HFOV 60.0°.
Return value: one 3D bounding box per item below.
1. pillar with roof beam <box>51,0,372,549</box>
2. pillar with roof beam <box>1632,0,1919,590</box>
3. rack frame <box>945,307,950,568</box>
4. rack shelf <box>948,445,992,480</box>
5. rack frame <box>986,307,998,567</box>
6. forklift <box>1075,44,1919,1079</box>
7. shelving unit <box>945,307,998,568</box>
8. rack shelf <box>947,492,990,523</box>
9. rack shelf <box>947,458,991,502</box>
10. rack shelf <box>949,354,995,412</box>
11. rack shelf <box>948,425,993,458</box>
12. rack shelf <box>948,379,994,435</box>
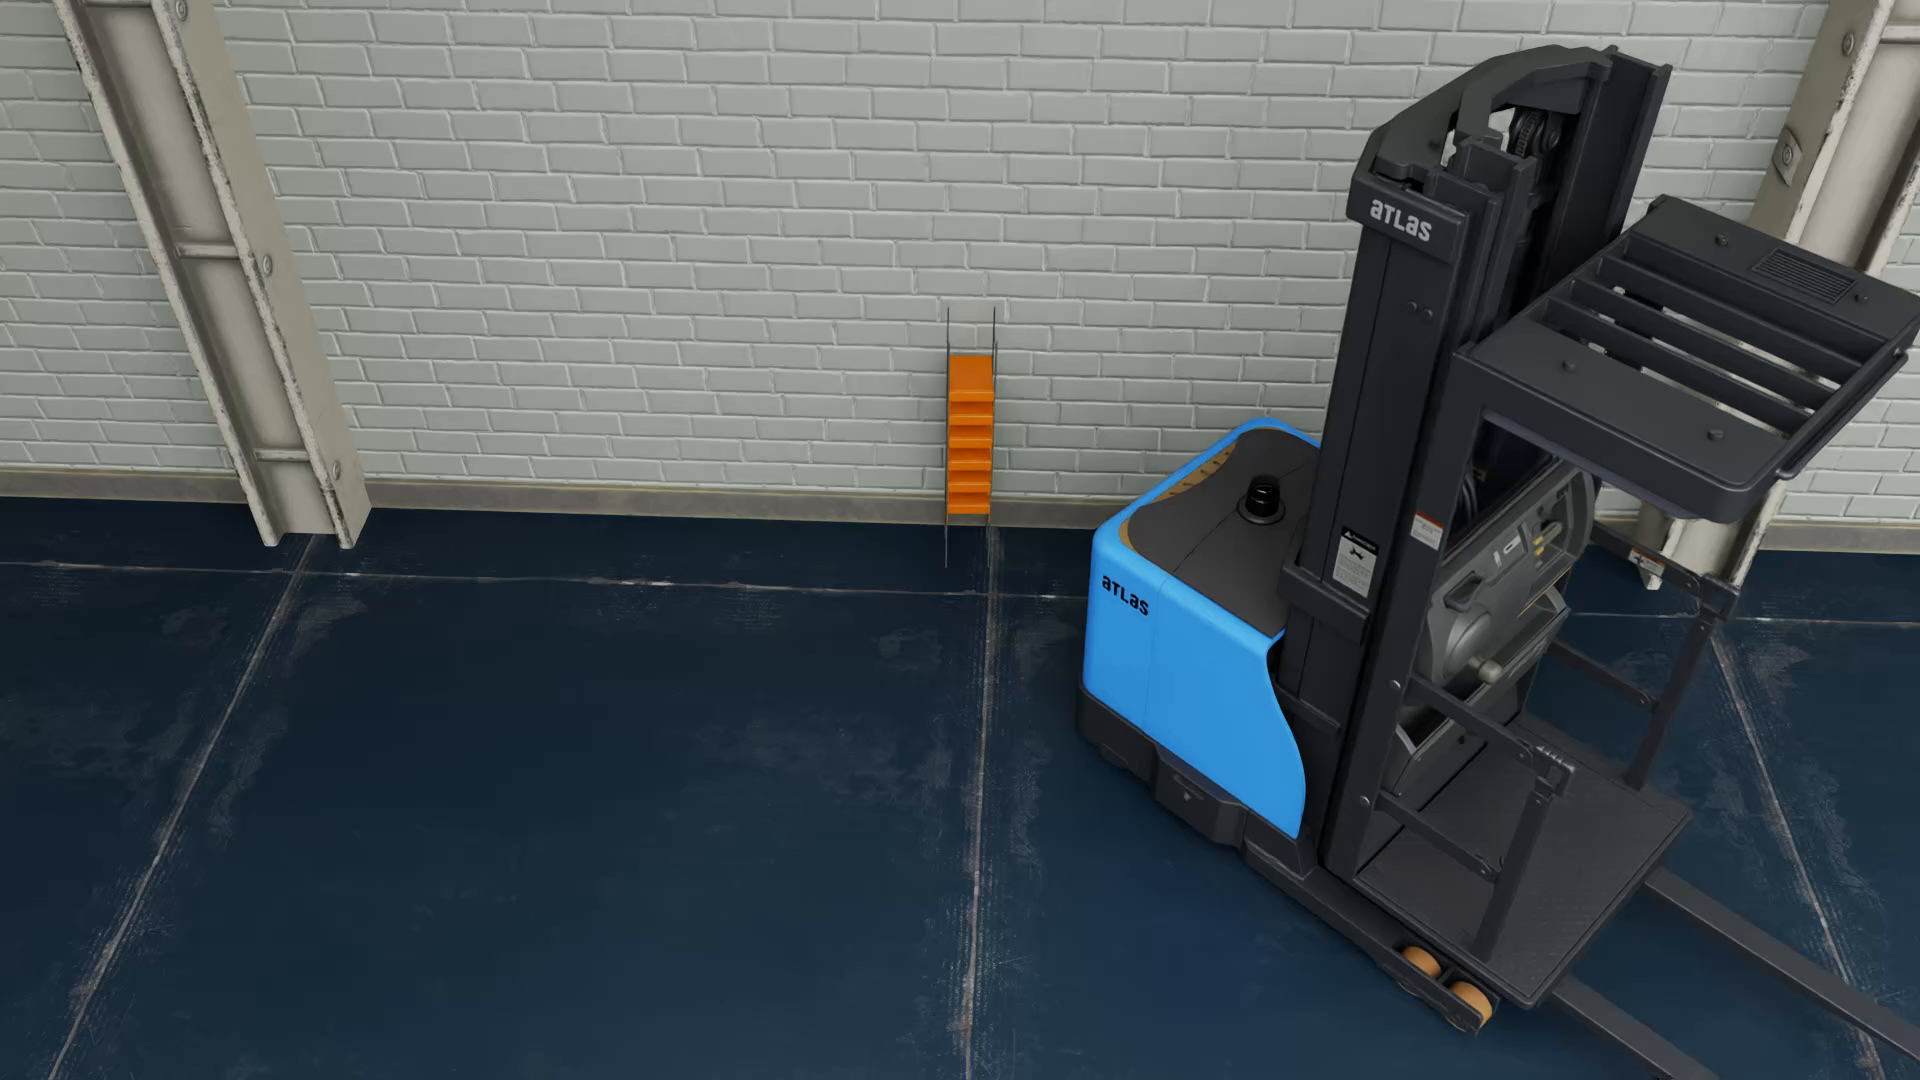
[{"bbox_3d":[-3.050,-0.435,1.200,0.400,9.000,9.100,2,43,2],"label":"pillar with roof beam"},{"bbox_3d":[2.944,-0.250,1.002,0.400,9.000,9.100,2,43,2],"label":"pillar with roof beam"},{"bbox_3d":[-0.054,-0.400,6.879,0.006,1.200,0.240,0,43,-2],"label":"rack frame"},{"bbox_3d":[0.037,-0.368,6.912,0.180,0.103,0.258,0,43,-2],"label":"rack shelf"},{"bbox_3d":[0.129,-0.401,6.884,0.006,1.200,0.240,0,43,-2],"label":"rack frame"},{"bbox_3d":[1.843,0.167,5.006,1.130,2.935,3.031,-34,53,-31],"label":"forklift"},{"bbox_3d":[0.038,-0.400,6.882,0.189,1.200,0.258,0,43,-2],"label":"shelving unit"},{"bbox_3d":[0.033,-0.193,7.076,0.180,0.103,0.258,0,43,-2],"label":"rack shelf"},{"bbox_3d":[0.035,-0.280,6.994,0.180,0.103,0.258,0,43,-2],"label":"rack shelf"},{"bbox_3d":[0.043,-0.630,6.666,0.180,0.103,0.258,0,43,-2],"label":"rack shelf"},{"bbox_3d":[0.039,-0.455,6.830,0.180,0.103,0.258,0,43,-2],"label":"rack shelf"},{"bbox_3d":[0.041,-0.543,6.748,0.180,0.103,0.258,0,43,-2],"label":"rack shelf"}]
